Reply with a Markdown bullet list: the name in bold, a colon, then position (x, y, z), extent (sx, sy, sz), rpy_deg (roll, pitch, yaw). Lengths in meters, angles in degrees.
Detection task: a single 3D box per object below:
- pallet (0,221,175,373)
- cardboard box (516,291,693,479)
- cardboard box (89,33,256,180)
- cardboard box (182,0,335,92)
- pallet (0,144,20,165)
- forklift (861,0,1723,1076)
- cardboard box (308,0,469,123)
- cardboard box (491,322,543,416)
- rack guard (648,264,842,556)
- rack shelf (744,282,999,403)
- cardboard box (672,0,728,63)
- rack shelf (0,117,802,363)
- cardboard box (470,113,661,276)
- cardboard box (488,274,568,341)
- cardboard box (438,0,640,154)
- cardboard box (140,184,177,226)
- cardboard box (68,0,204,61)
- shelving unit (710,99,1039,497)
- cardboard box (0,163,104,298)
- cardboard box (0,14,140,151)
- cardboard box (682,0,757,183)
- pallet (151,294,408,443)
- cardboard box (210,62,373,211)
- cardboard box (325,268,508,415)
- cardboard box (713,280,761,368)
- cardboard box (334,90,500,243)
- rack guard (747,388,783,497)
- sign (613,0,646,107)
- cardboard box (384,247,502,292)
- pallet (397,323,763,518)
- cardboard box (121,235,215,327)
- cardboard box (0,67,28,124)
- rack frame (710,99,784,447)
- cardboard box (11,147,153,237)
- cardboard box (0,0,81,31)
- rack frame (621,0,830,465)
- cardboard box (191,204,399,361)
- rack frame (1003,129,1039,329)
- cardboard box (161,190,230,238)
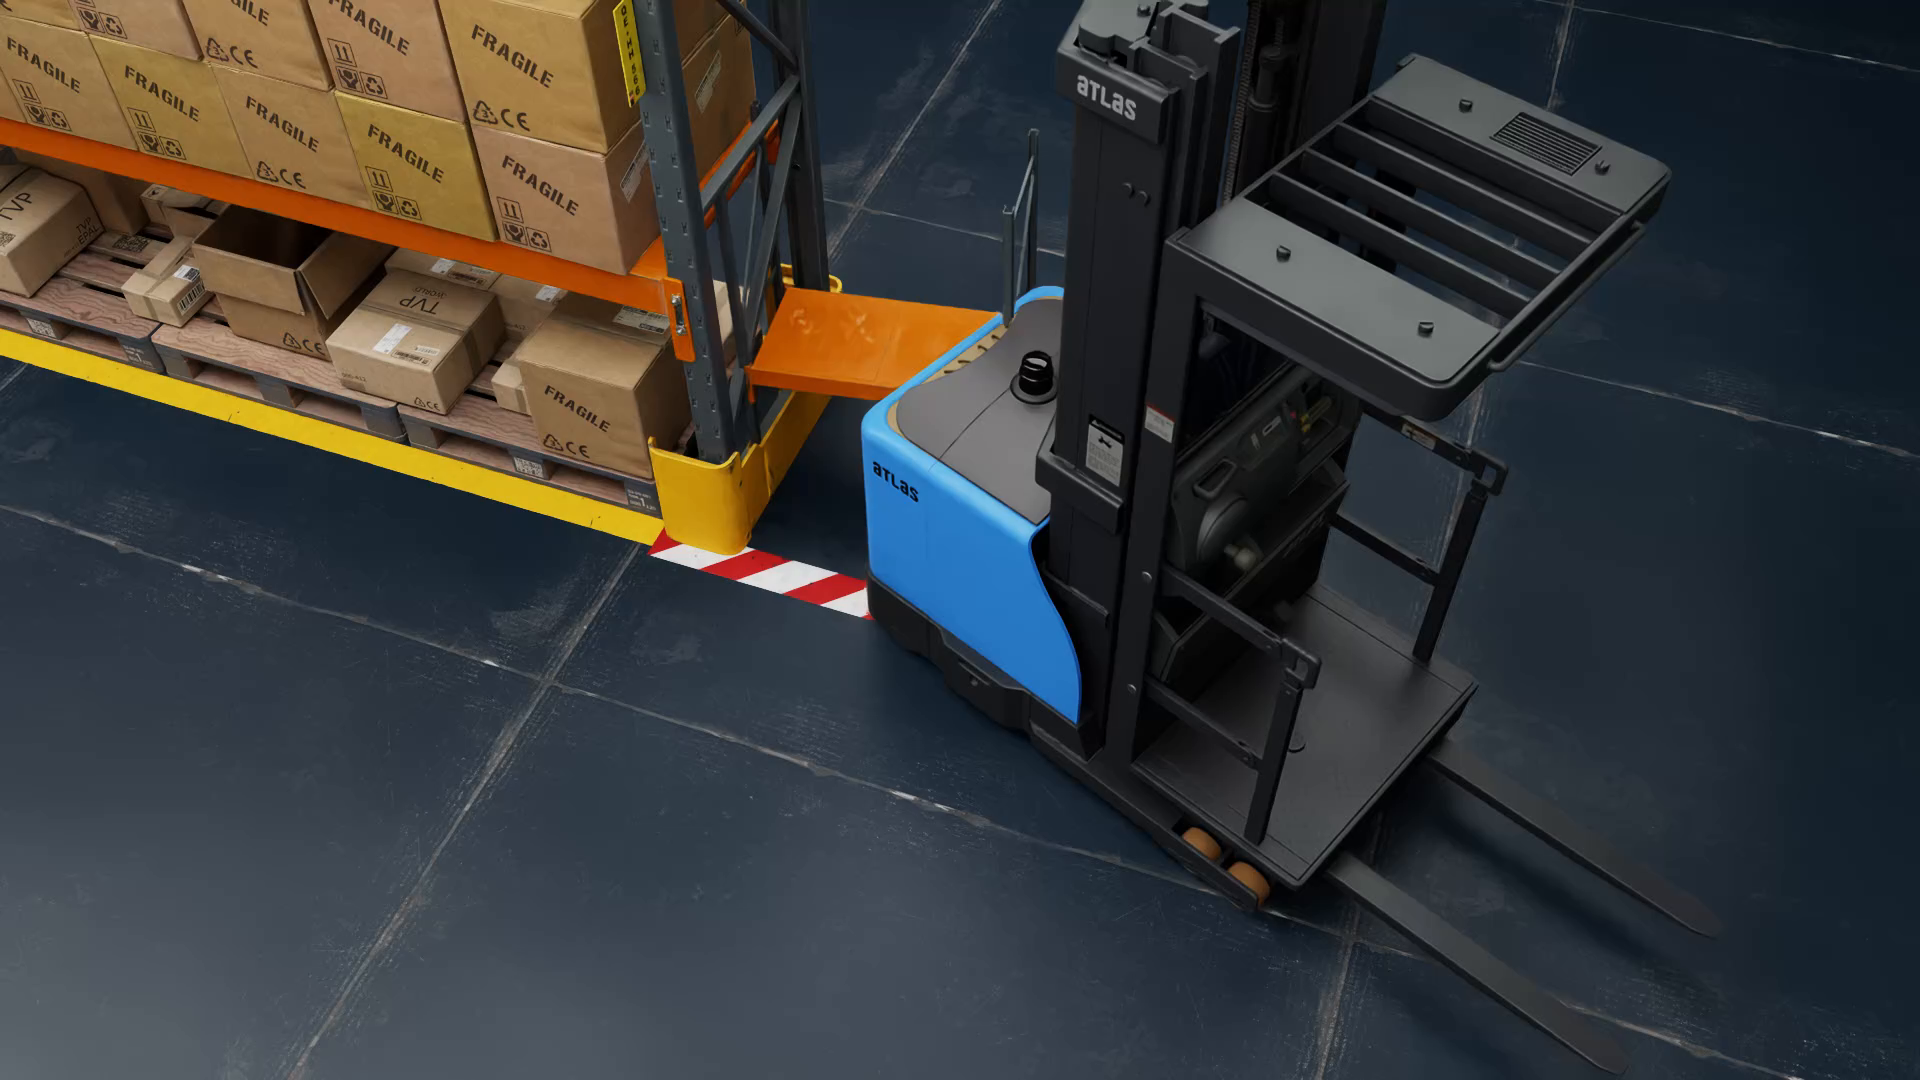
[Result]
- **pallet**: position (-3.870, -1.299, 7.603), extent (1.213, 0.211, 1.003), rpy_deg (16, 51, 13)
- **cardboard box**: position (-1.357, -0.639, 6.548), extent (0.500, 0.500, 0.500), rpy_deg (16, 51, 13)
- **cardboard box**: position (-2.703, -1.703, 6.041), extent (0.500, 0.500, 0.500), rpy_deg (15, 51, 13)
- **cardboard box**: position (-2.236, -1.892, 5.543), extent (0.500, 0.500, 0.500), rpy_deg (17, 51, 14)
- **pallet**: position (-5.290, -1.666, 7.921), extent (1.213, 0.211, 1.003), rpy_deg (16, 51, 13)
- **forklift**: position (1.076, -0.181, 4.834), extent (3.031, 2.935, 1.130), rpy_deg (35, 57, 26)
- **cardboard box**: position (-1.748, -1.759, 5.428), extent (0.500, 0.500, 0.500), rpy_deg (17, 51, 14)
- **cardboard box**: position (-1.706, -0.699, 6.822), extent (0.250, 0.166, 0.380), rpy_deg (16, 51, 13)
- **rack guard**: position (-0.833, -0.547, 6.760), extent (0.348, 0.500, 1.175), rpy_deg (16, 51, 13)
- **rack shelf**: position (-0.270, -0.705, 6.433), extent (1.000, 0.185, 0.538), rpy_deg (8, 48, 9)
- **cardboard box**: position (-1.086, -2.009, 5.645), extent (0.500, 0.500, 0.500), rpy_deg (17, 51, 14)
- **rack shelf**: position (-2.638, -1.634, 6.524), extent (4.000, 0.370, 1.077), rpy_deg (16, 51, 13)
- **cardboard box**: position (-1.276, -1.303, 5.695), extent (0.500, 0.500, 0.500), rpy_deg (17, 51, 14)
- **cardboard box**: position (-1.642, -1.064, 7.082), extent (0.500, 0.250, 0.500), rpy_deg (16, 51, 13)
- **cardboard box**: position (-1.274, -1.628, 5.314), extent (0.500, 0.500, 0.500), rpy_deg (15, 51, 13)
- **cardboard box**: position (-3.508, -1.600, 7.614), extent (0.250, 0.149, 0.380), rpy_deg (16, 51, 13)
- **cardboard box**: position (-2.718, -2.026, 5.660), extent (0.500, 0.500, 0.500), rpy_deg (17, 51, 14)
- **shelving unit**: position (-0.265, -0.825, 6.299), extent (1.083, 1.500, 0.587), rpy_deg (8, 48, 9)
- **cardboard box**: position (-4.195, -1.393, 7.327), extent (0.500, 0.311, 0.500), rpy_deg (16, 51, 13)
- **cardboard box**: position (-3.180, -1.835, 6.156), extent (0.500, 0.500, 0.500), rpy_deg (15, 51, 13)
- **cardboard box**: position (-1.086, -1.682, 6.023), extent (0.500, 0.500, 0.500), rpy_deg (17, 51, 14)
- **pallet**: position (-2.721, -0.981, 7.327), extent (1.213, 0.211, 1.003), rpy_deg (16, 51, 13)
- **cardboard box**: position (-2.230, -1.571, 5.927), extent (0.500, 0.500, 0.500), rpy_deg (16, 51, 13)
- **cardboard box**: position (-2.238, -0.827, 6.877), extent (0.500, 0.250, 0.500), rpy_deg (16, 51, 13)
- **cardboard box**: position (-1.035, -0.909, 7.015), extent (0.250, 0.149, 0.380), rpy_deg (16, 51, 13)
- **cardboard box**: position (-1.764, -1.436, 5.810), extent (0.500, 0.500, 0.500), rpy_deg (16, 51, 13)
- **rack guard**: position (-0.740, -0.474, 6.837), extent (0.087, 0.250, 0.587), rpy_deg (8, 48, 9)
- **sign**: position (-0.973, -1.440, 4.904), extent (0.005, 0.325, 0.100), rpy_deg (16, 51, 13)
- **cardboard box**: position (-2.111, -1.195, 7.195), extent (0.500, 0.250, 0.500), rpy_deg (16, 51, 13)
- **pallet**: position (-1.581, -0.660, 7.049), extent (1.213, 0.211, 1.003), rpy_deg (16, 51, 13)
- **cardboard box**: position (-3.380, -1.127, 7.192), extent (0.250, 0.166, 0.380), rpy_deg (16, 51, 13)
- **cardboard box**: position (-3.649, -1.967, 6.271), extent (0.500, 0.500, 0.500), rpy_deg (16, 51, 14)
- **rack frame**: position (-0.770, -0.900, 6.380), extent (0.032, 1.500, 0.500), rpy_deg (8, 48, 9)
- **cardboard box**: position (-3.881, -1.770, 7.529), extent (0.500, 0.500, 0.500), rpy_deg (16, 51, 13)
- **cardboard box**: position (-3.203, -2.161, 5.777), extent (0.500, 0.500, 0.500), rpy_deg (14, 51, 12)
- **rack frame**: position (-0.761, -1.346, 5.798), extent (0.127, 3.000, 1.000), rpy_deg (16, 51, 13)
- **cardboard box**: position (-2.750, -1.231, 7.060), extent (0.637, 0.503, 0.797), rpy_deg (16, 51, 13)
- **rack frame**: position (0.223, -0.754, 6.221), extent (0.032, 1.500, 0.500), rpy_deg (8, 48, 9)
- **cardboard box**: position (-3.177, -1.512, 7.430), extent (0.500, 0.311, 0.500), rpy_deg (16, 51, 13)
